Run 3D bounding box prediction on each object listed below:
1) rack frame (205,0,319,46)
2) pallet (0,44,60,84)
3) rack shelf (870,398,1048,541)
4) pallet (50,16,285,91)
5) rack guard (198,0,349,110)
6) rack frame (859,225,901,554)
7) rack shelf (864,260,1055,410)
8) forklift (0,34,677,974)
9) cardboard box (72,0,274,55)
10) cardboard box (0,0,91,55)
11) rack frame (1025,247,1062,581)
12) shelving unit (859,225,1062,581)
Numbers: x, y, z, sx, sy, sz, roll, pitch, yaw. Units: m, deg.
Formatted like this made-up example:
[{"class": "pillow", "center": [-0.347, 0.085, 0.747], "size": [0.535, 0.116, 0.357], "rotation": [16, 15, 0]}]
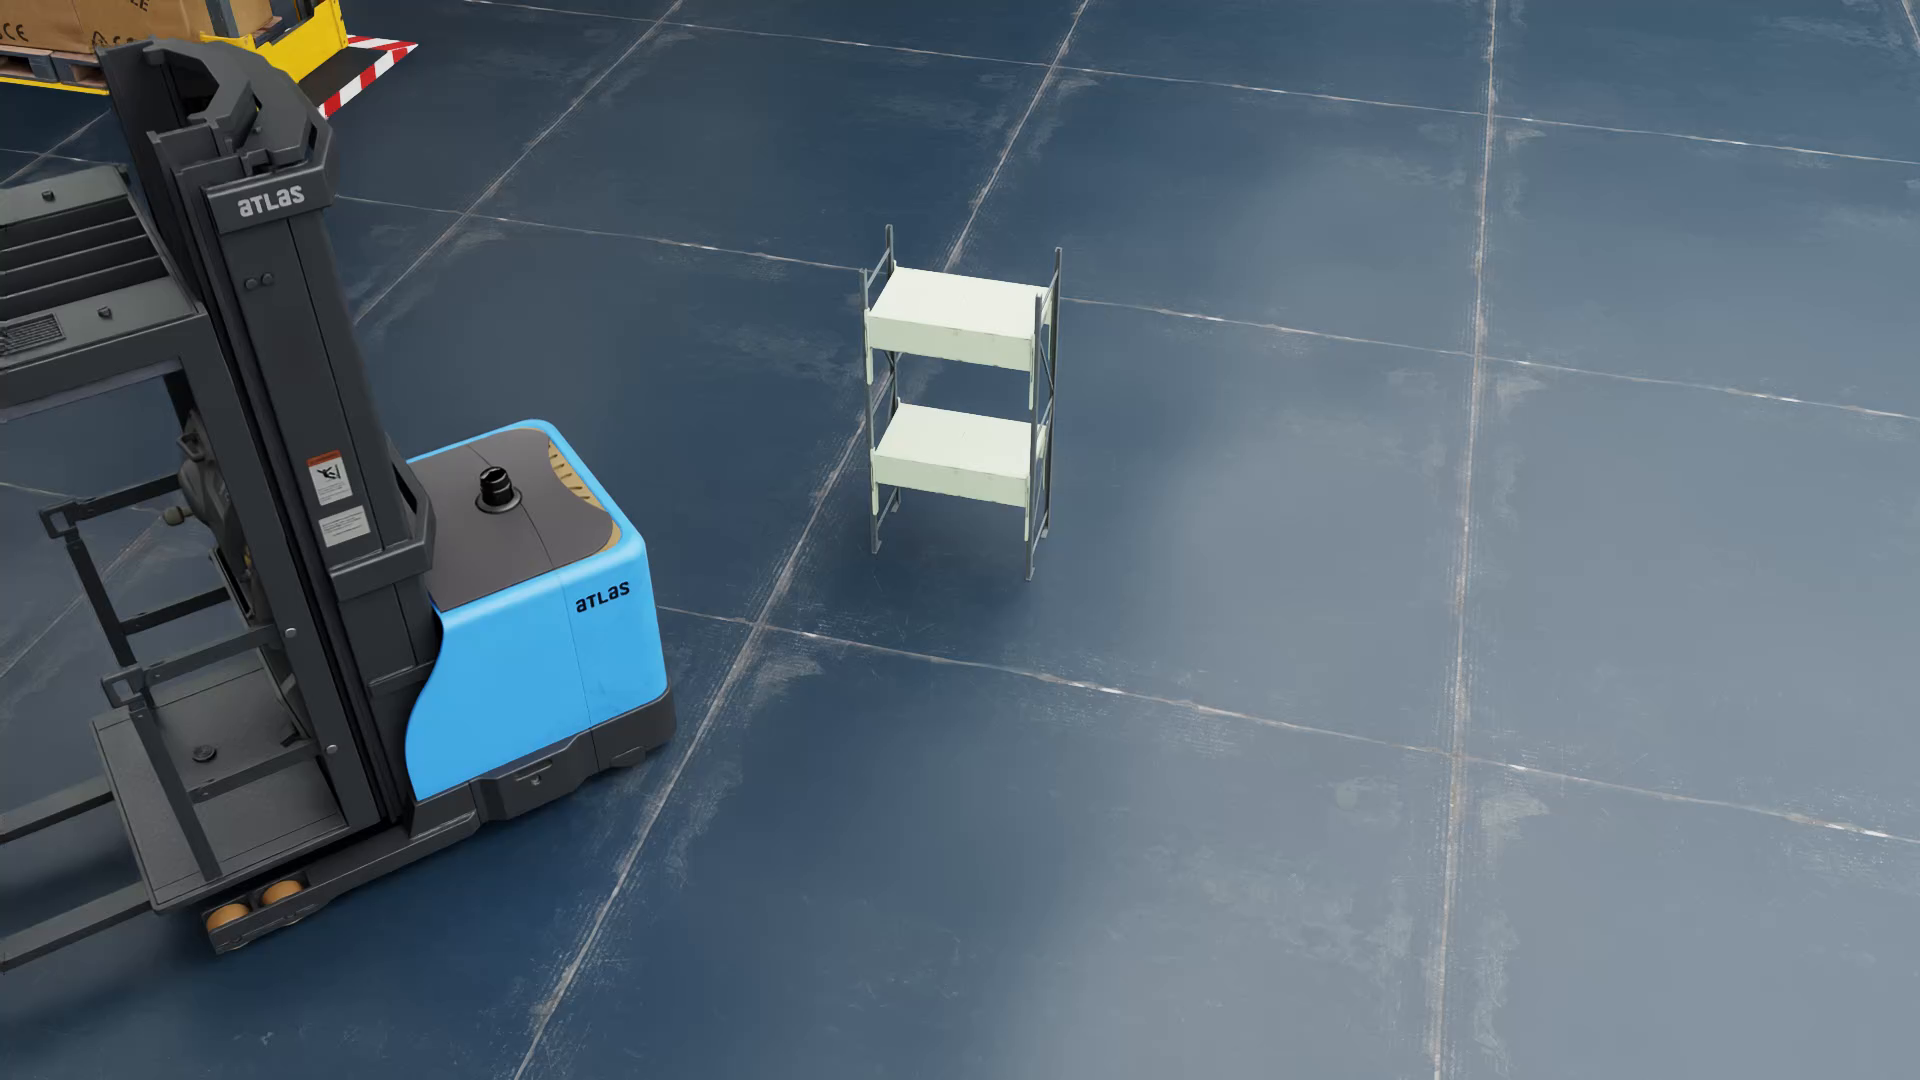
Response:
[{"class": "rack frame", "center": [-4.755, -4.435, 10.723], "size": [0.127, 3.000, 1.000], "rotation": [10, 41, 11]}, {"class": "pallet", "center": [-6.723, -3.656, 11.963], "size": [1.213, 0.211, 1.003], "rotation": [10, 41, 11]}, {"class": "rack shelf", "center": [0.006, -0.324, 7.501], "size": [0.720, 0.370, 0.431], "rotation": [10, 41, 11]}, {"class": "pallet", "center": [-5.548, -3.451, 11.720], "size": [1.213, 0.211, 1.003], "rotation": [10, 41, 11]}, {"class": "rack guard", "center": [-4.732, -3.474, 11.522], "size": [0.348, 0.500, 1.175], "rotation": [10, 41, 11]}, {"class": "rack frame", "center": [-0.347, -0.634, 7.363], "size": [0.023, 1.500, 0.400], "rotation": [10, 41, 11]}, {"class": "rack shelf", "center": [0.006, -0.872, 7.040], "size": [0.720, 0.370, 0.431], "rotation": [10, 41, 11]}, {"class": "forklift", "center": [-2.662, -0.033, 5.535], "size": [3.031, 2.935, 1.130], "rotation": [-23, 45, -25]}, {"class": "cardboard box", "center": [-5.427, -3.854, 11.357], "size": [0.875, 0.875, 0.875], "rotation": [10, 41, 12]}, {"class": "cardboard box", "center": [-6.278, -3.999, 11.529], "size": [0.875, 0.875, 0.875], "rotation": [9, 41, 11]}, {"class": "rack frame", "center": [0.360, -0.512, 7.218], "size": [0.023, 1.500, 0.400], "rotation": [10, 41, 11]}, {"class": "shelving unit", "center": [0.006, -0.573, 7.291], "size": [0.755, 1.500, 0.431], "rotation": [10, 41, 11]}]
